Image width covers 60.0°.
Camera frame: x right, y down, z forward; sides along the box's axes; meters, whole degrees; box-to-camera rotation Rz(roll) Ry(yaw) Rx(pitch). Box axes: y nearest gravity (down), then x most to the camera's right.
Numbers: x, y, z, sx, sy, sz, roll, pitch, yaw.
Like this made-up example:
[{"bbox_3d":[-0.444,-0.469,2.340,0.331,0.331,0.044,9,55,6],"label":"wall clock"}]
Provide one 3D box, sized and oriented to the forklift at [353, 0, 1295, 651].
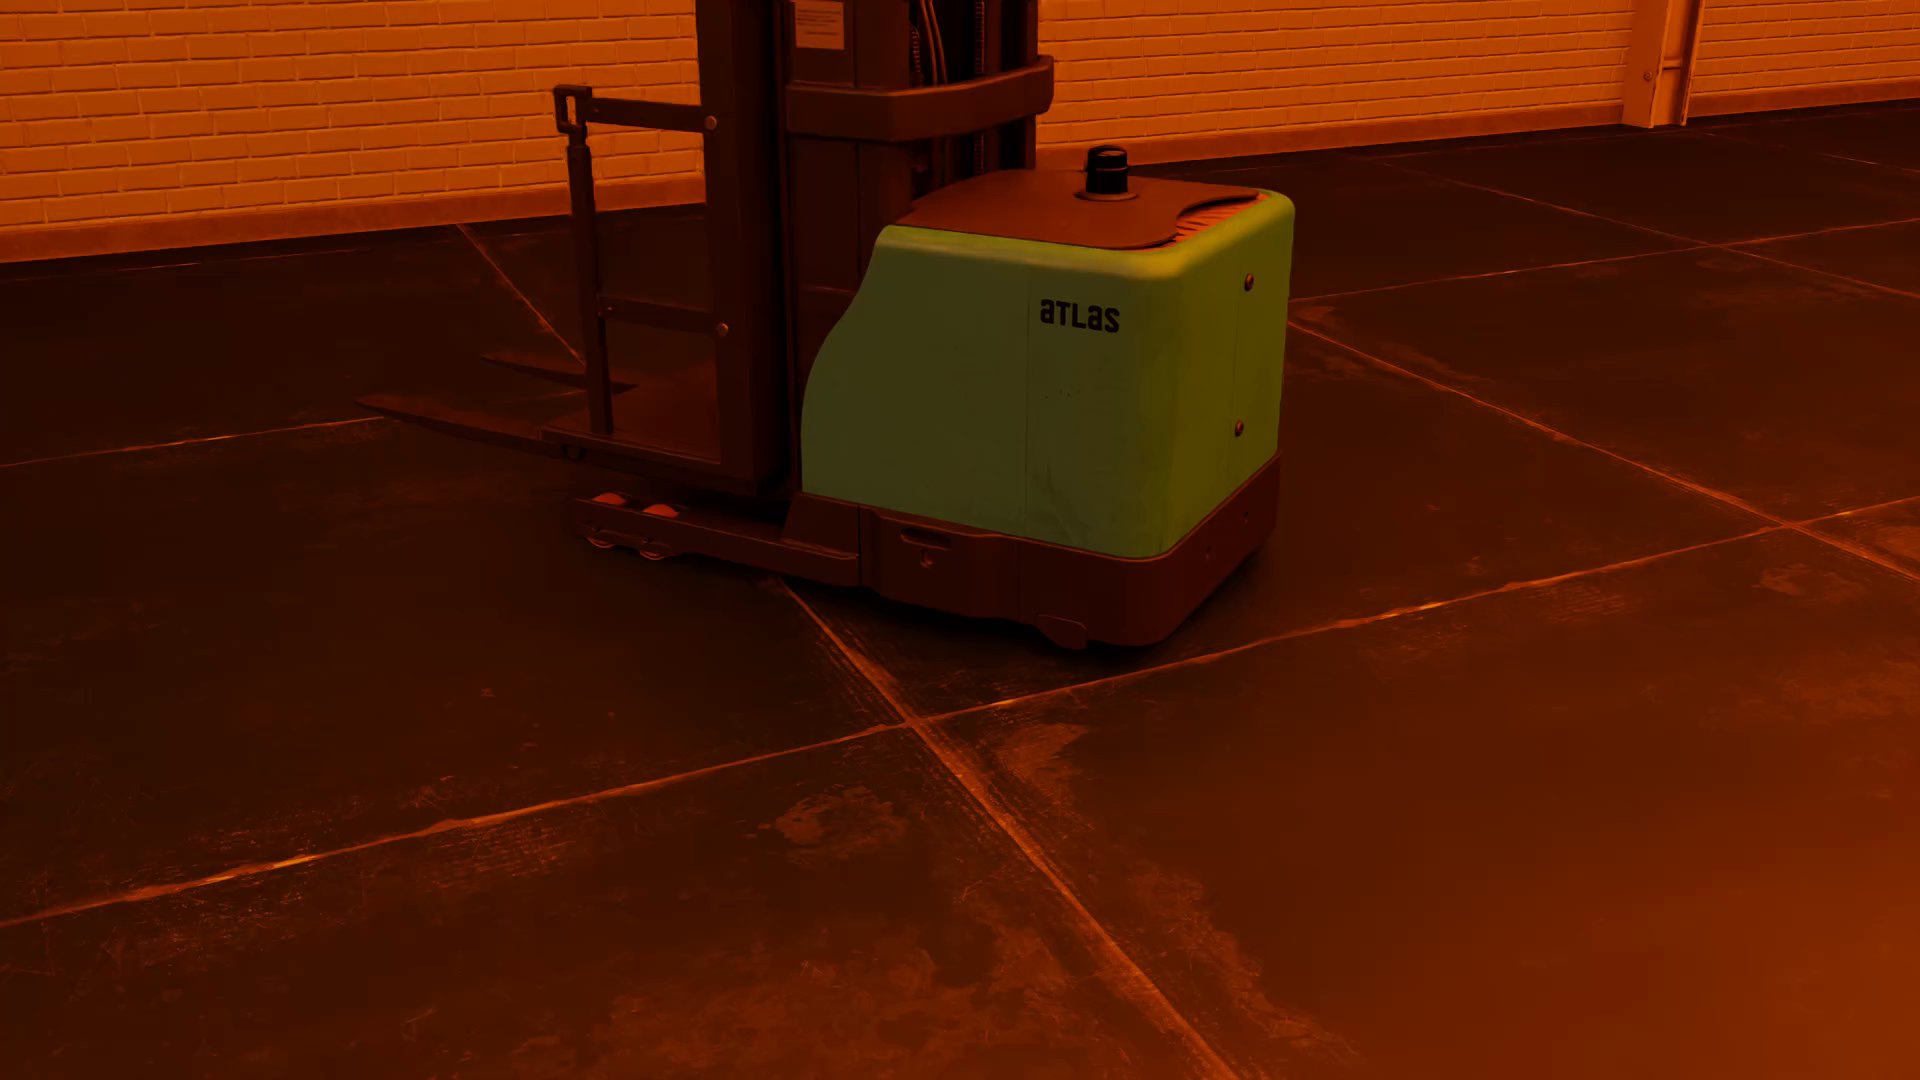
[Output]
[{"bbox_3d":[-0.588,-1.455,4.790,3.031,2.935,1.130,12,25,26],"label":"forklift"}]
